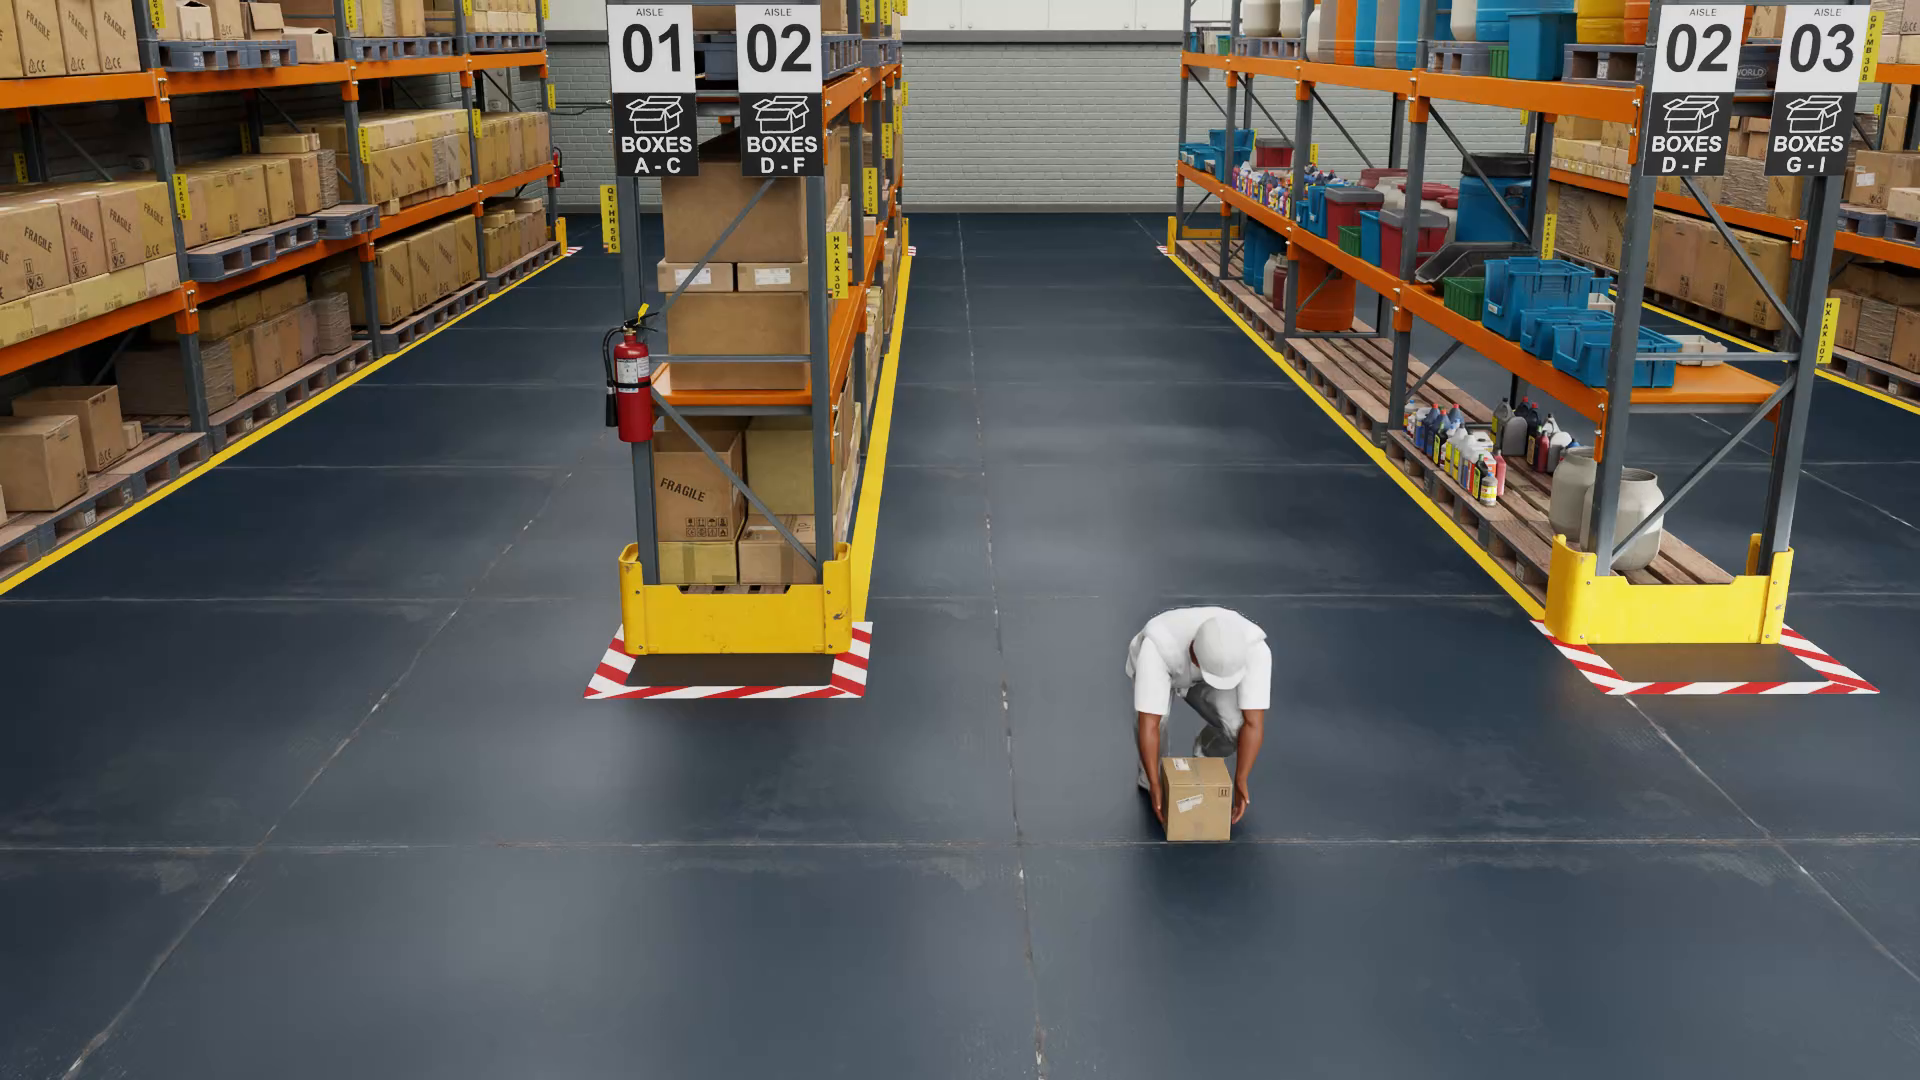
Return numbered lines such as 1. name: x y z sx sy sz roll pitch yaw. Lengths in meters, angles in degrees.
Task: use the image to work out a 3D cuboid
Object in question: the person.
1. person: 0.987 0.634 6.918 0.563 0.903 0.896 0 17 -1
